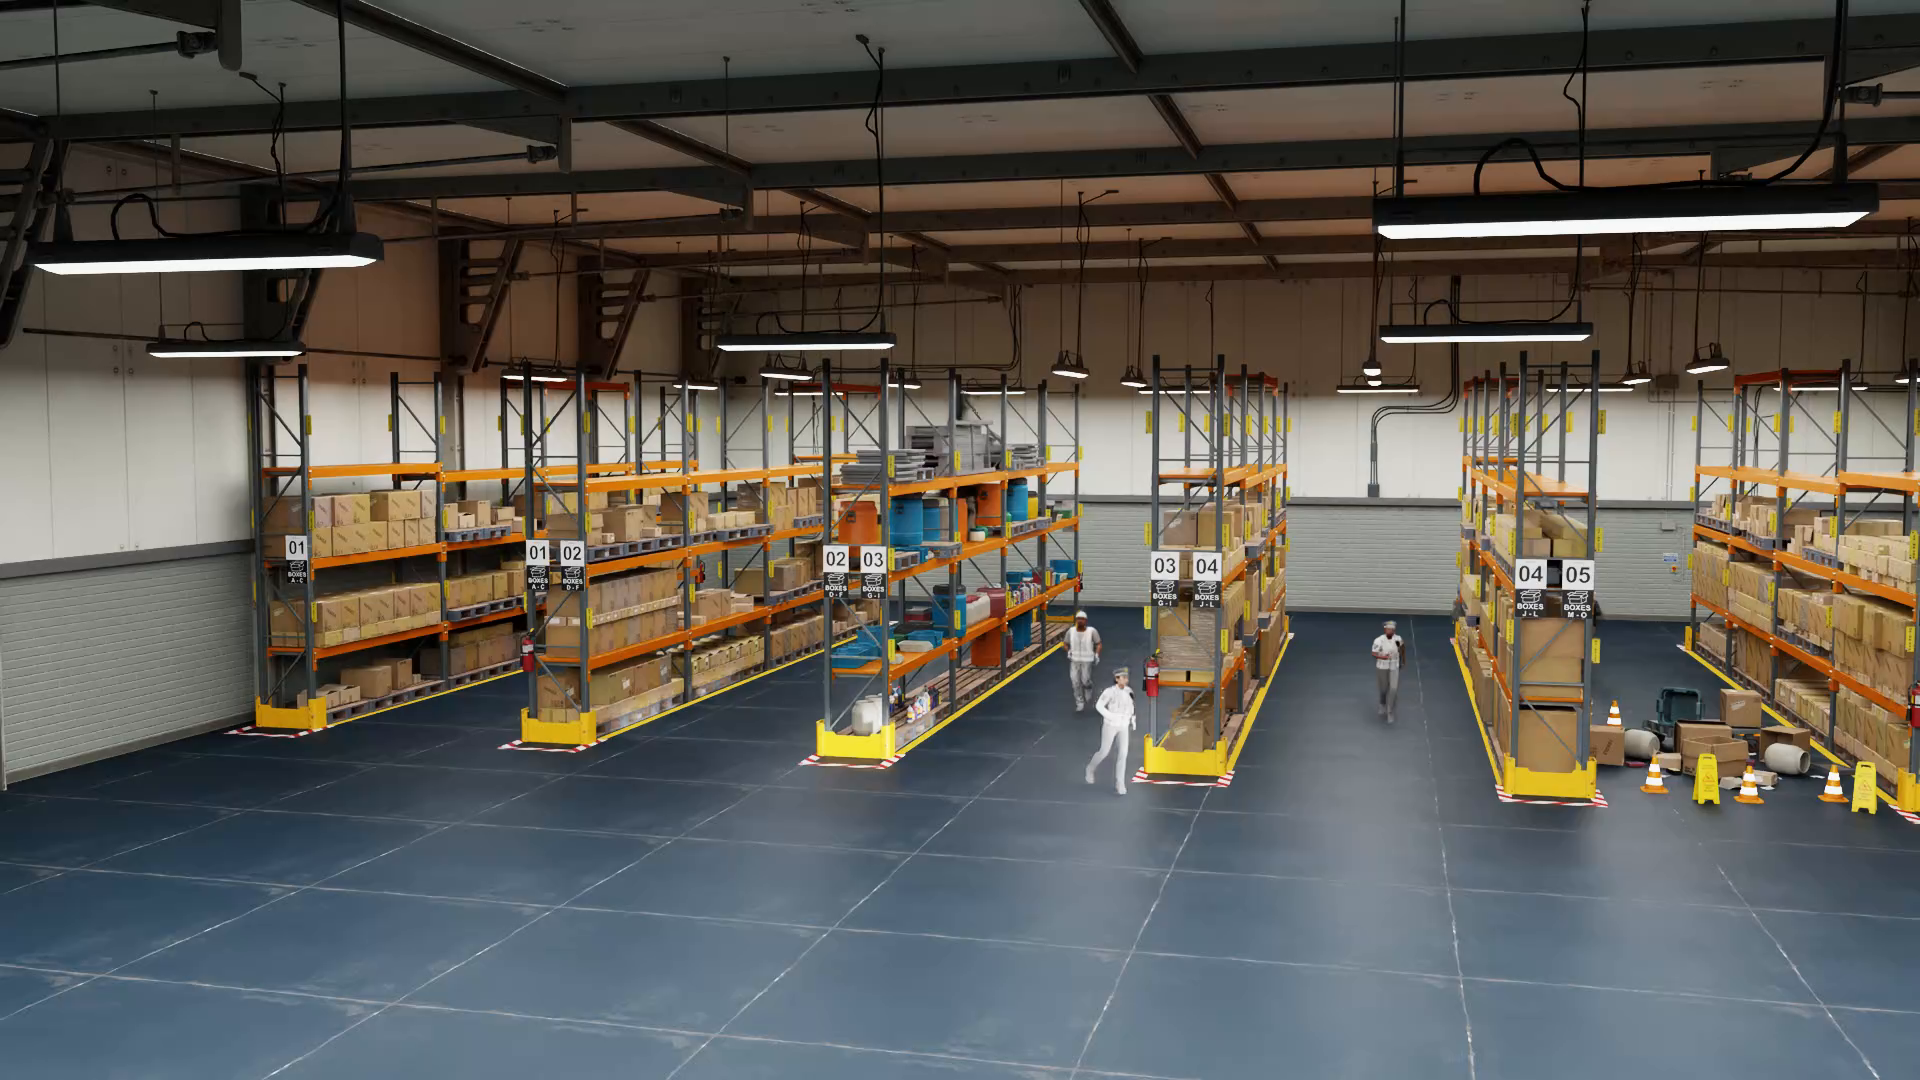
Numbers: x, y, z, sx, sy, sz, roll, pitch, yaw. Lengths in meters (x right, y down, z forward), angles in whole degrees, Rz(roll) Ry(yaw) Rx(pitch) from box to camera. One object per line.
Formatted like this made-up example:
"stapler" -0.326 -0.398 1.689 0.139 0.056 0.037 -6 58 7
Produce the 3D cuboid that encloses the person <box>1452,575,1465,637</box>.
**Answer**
"person" 11.840 1.511 39.099 0.533 1.601 0.628 0 4 5

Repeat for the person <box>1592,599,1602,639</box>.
"person" 12.700 1.823 33.737 0.631 1.776 0.820 1 4 8

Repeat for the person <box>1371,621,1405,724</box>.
"person" 7.285 2.216 28.311 0.601 1.731 0.918 0 4 3

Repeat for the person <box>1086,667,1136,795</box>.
"person" 2.177 2.581 22.873 0.678 1.674 0.914 -2 4 -22

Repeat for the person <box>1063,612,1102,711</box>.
"person" 2.136 2.124 29.253 0.686 1.737 0.602 1 4 13
